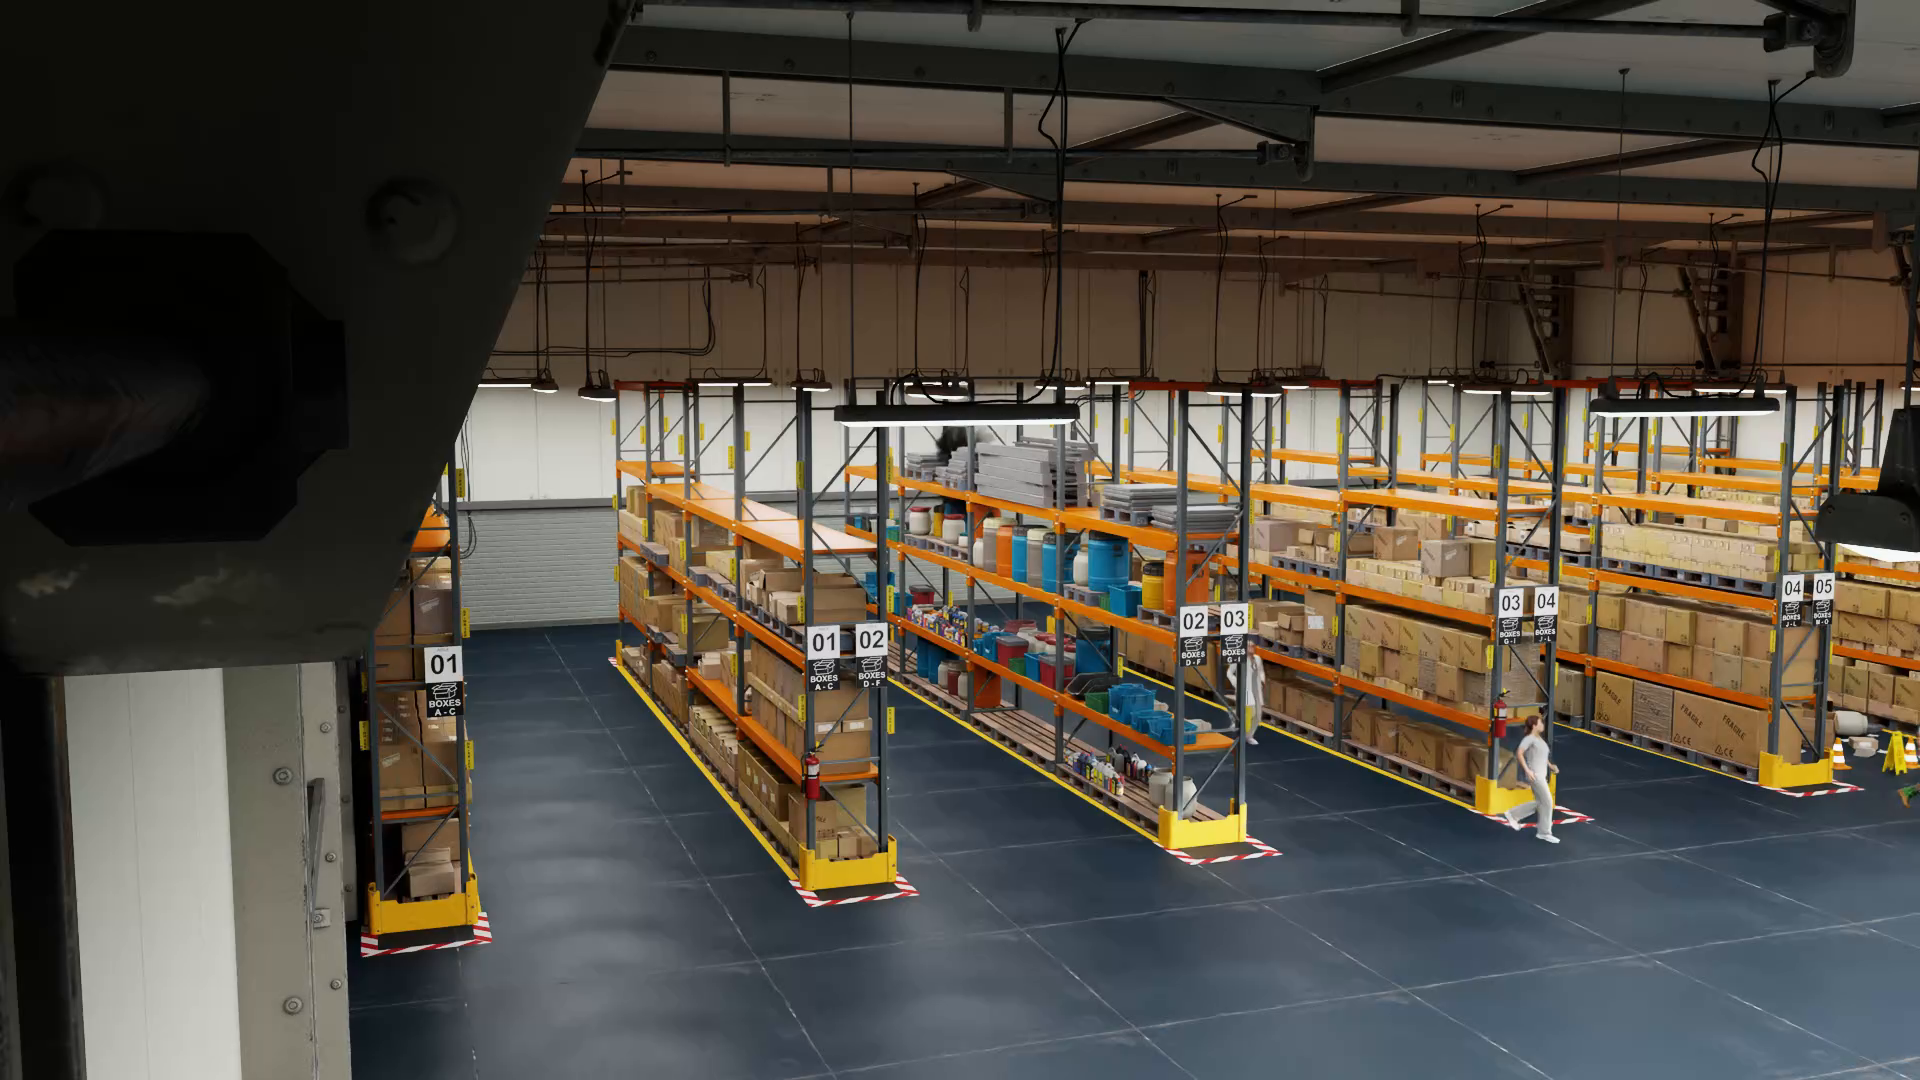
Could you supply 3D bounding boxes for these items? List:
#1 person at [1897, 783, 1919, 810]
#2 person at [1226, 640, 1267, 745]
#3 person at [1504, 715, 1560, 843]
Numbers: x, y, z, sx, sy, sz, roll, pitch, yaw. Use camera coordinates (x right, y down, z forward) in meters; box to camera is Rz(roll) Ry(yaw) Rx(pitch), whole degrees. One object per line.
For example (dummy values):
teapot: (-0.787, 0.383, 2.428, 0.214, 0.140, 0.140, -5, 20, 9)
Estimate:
person: (13.433, 3.031, 23.068, 0.715, 1.748, 0.660, 4, 7, 35)
person: (4.835, 2.539, 27.794, 0.710, 1.733, 0.602, -3, 7, -27)
person: (7.714, 3.173, 22.287, 0.748, 1.653, 0.610, 4, 7, 34)
